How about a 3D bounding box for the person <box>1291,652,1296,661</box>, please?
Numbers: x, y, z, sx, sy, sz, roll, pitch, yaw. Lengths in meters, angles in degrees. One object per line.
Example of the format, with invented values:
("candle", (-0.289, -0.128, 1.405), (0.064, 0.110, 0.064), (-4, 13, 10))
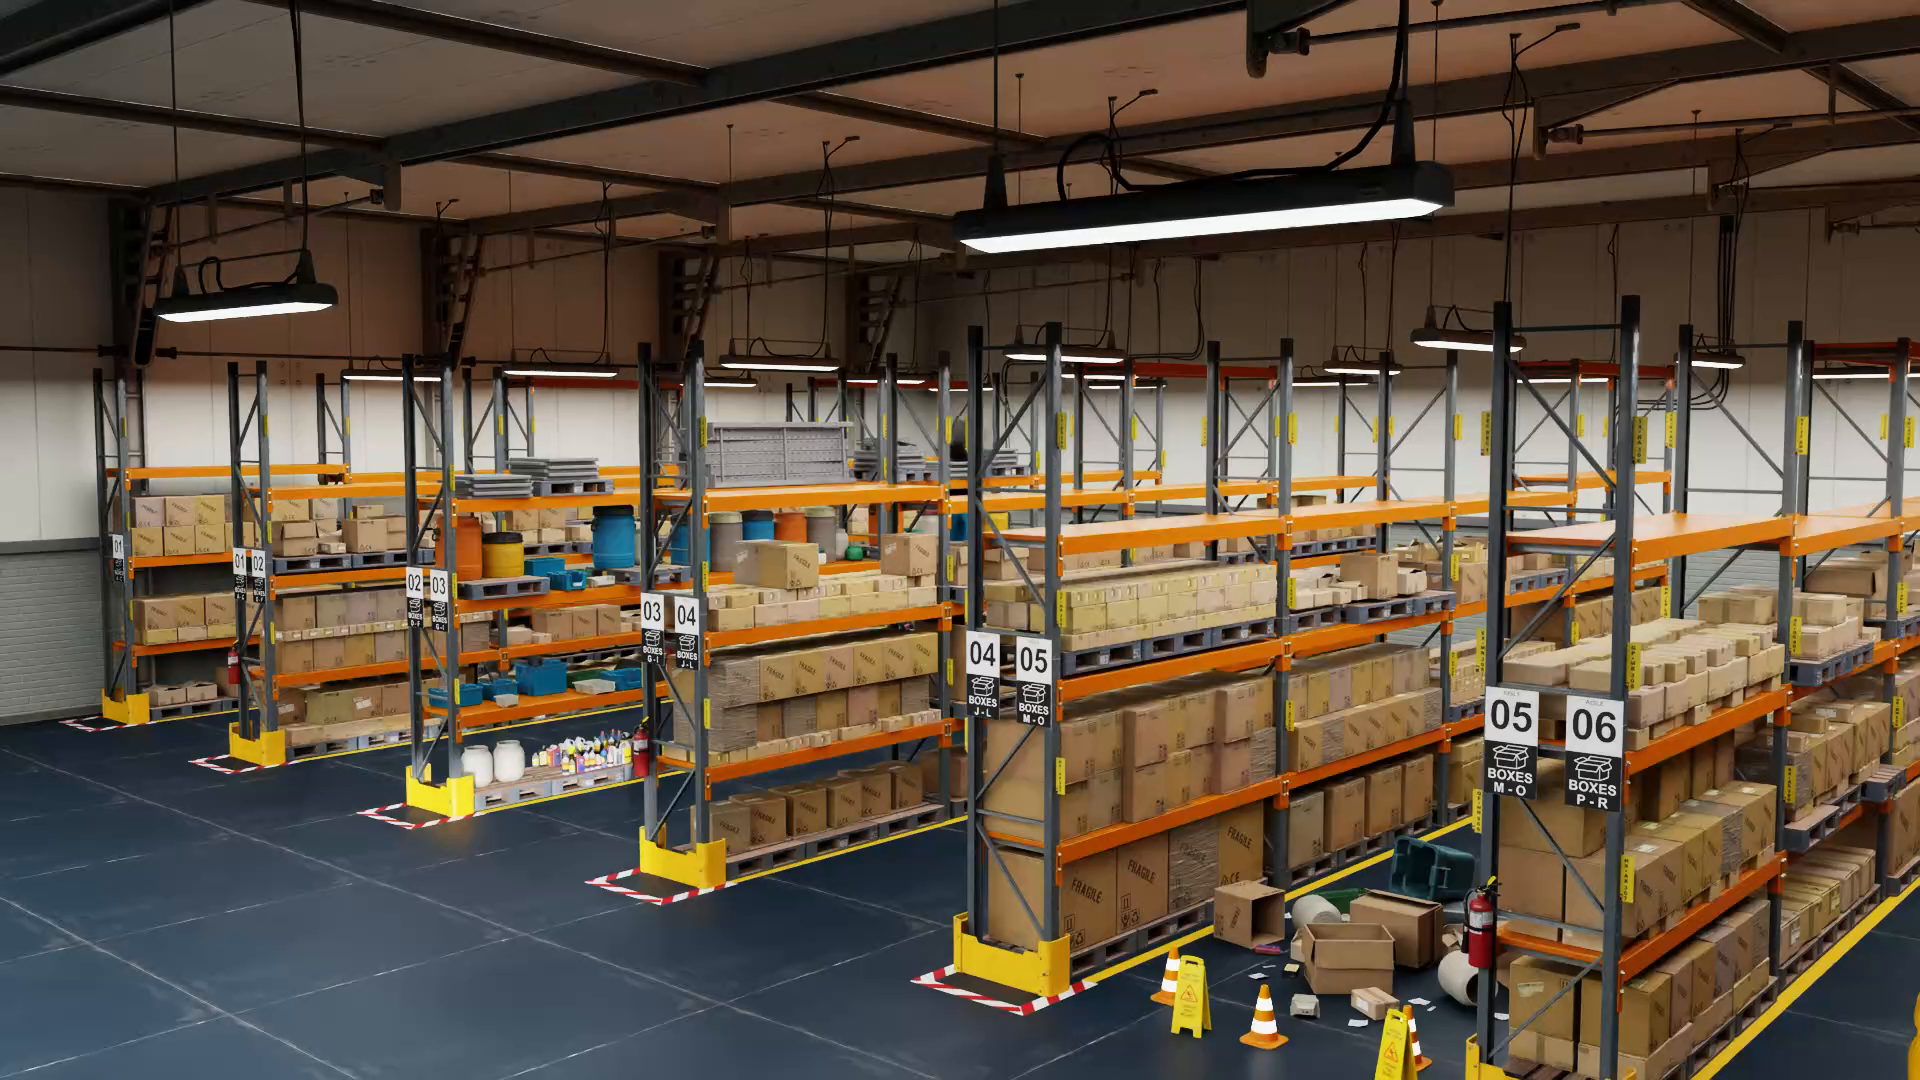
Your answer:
("person", (5.084, 2.364, 25.697), (0.561, 1.556, 0.784), (4, 6, 44))
